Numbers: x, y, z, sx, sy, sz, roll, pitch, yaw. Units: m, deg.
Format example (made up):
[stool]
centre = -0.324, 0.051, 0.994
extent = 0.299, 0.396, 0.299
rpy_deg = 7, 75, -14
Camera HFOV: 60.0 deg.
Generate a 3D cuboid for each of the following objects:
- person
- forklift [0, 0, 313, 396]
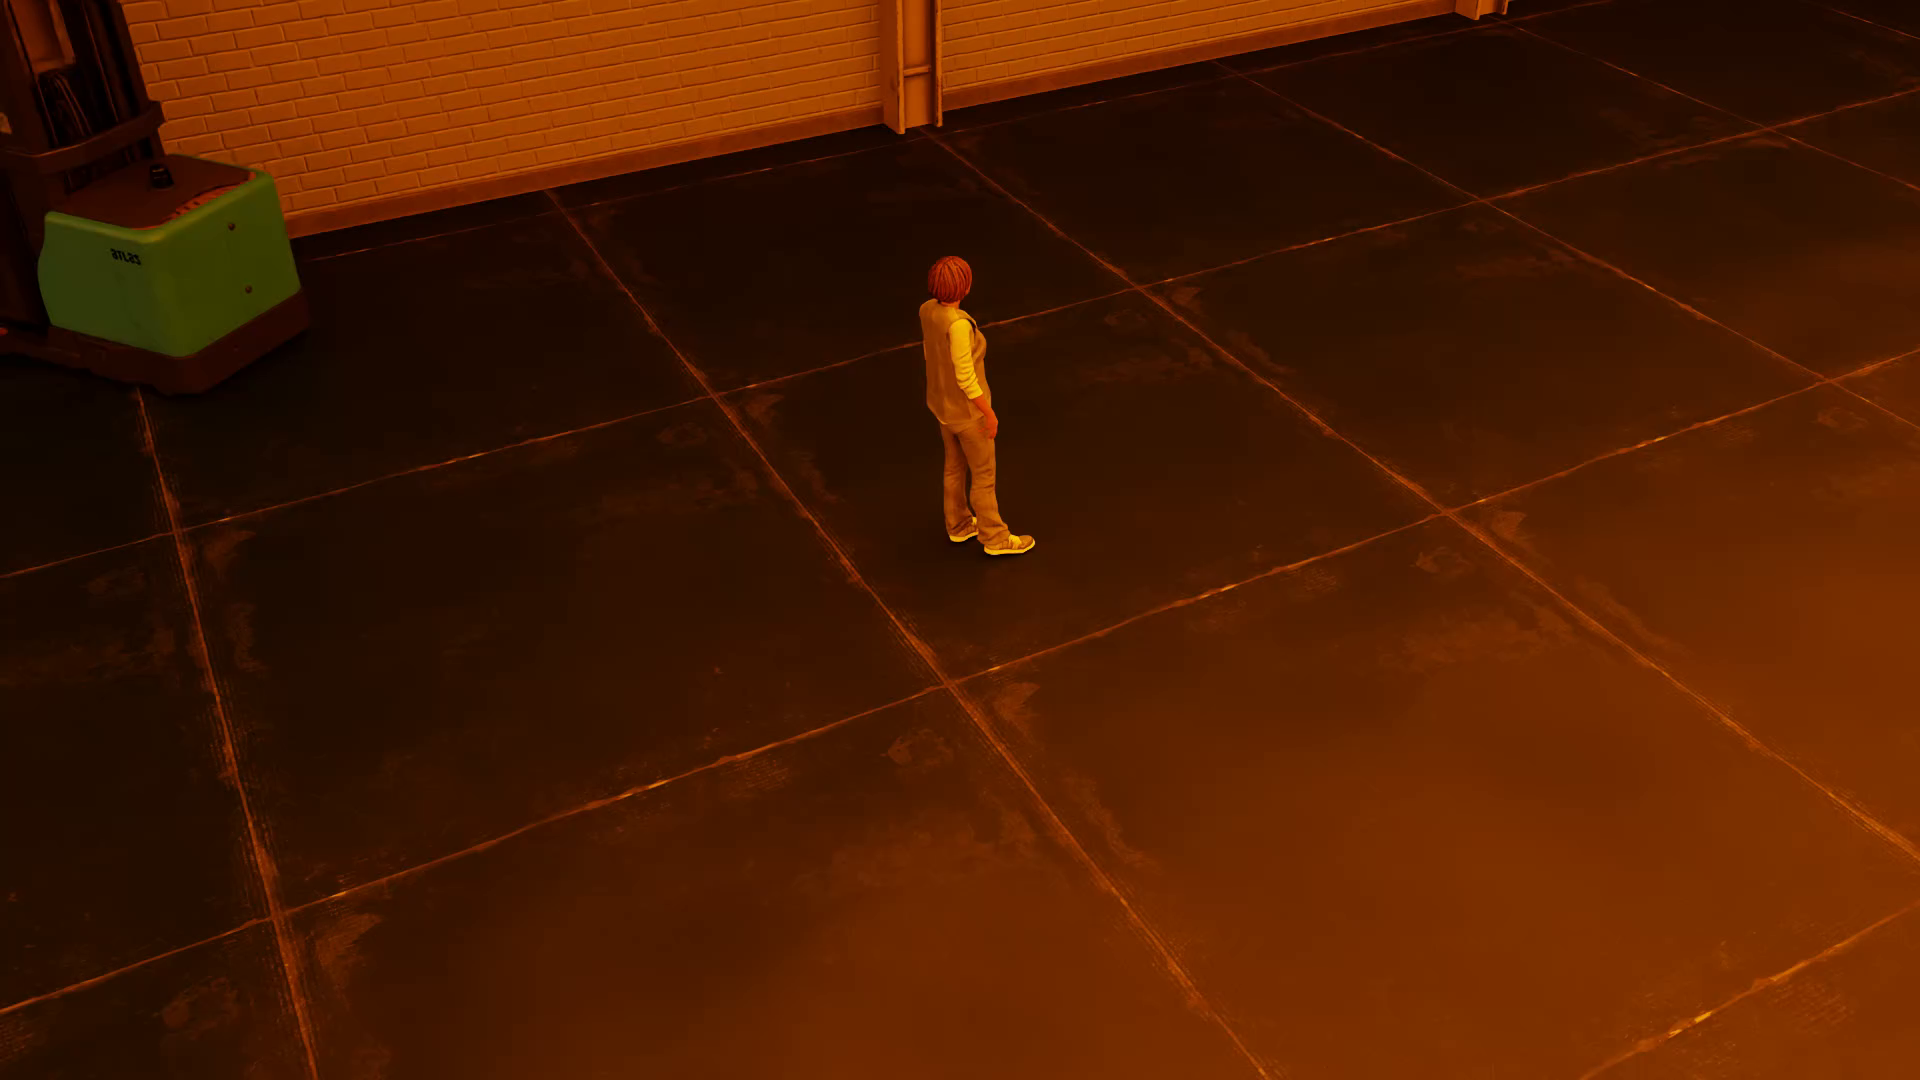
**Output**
[person]
centre = 0.072, -0.671, 8.215
extent = 0.475, 1.597, 0.520
rpy_deg = -17, 39, -23
[forklift]
centre = -5.639, -2.602, 9.804
extent = 3.031, 2.935, 1.130
rpy_deg = 14, 38, 19
